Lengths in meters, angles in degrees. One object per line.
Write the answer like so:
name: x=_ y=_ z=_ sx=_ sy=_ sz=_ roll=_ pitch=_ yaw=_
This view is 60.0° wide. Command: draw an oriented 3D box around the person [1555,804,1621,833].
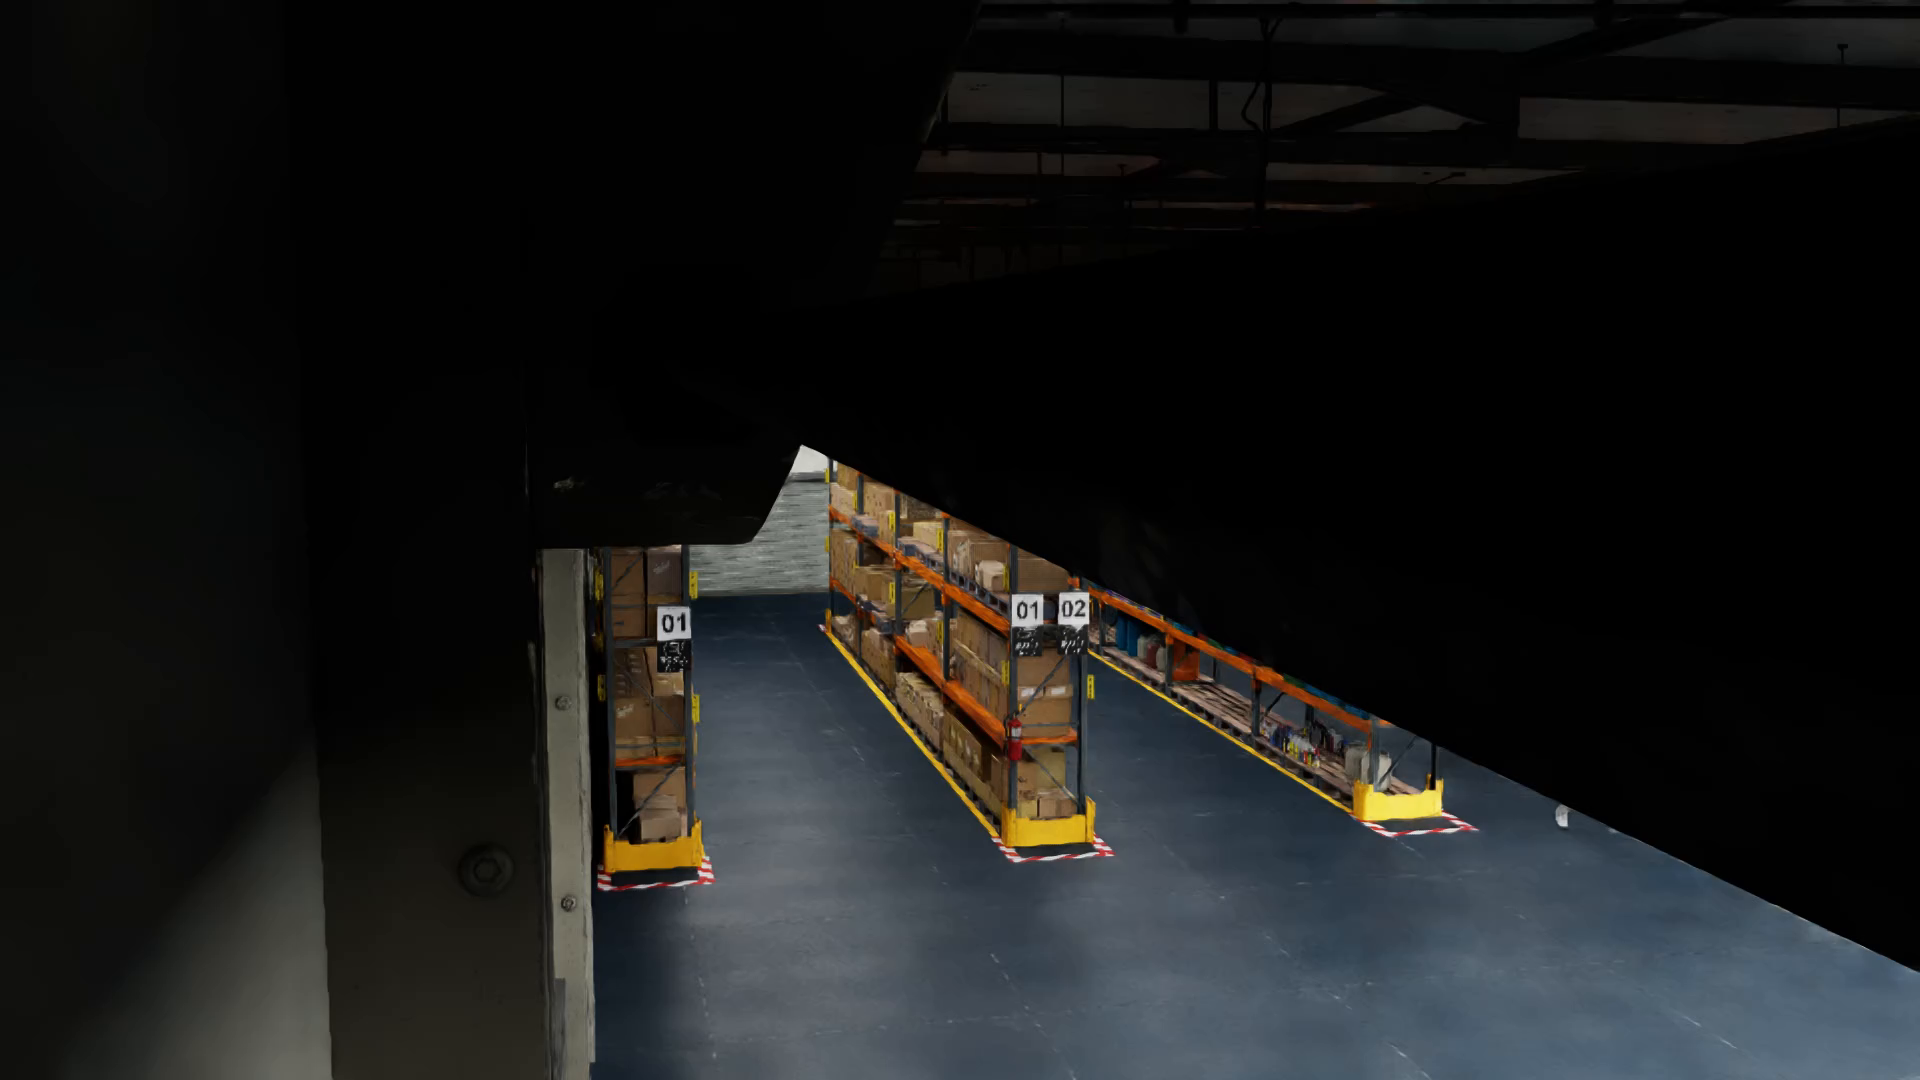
person: x=8.224 y=2.925 z=21.524 sx=0.635 sy=1.735 sz=1.030 roll=-5 pitch=8 yaw=-35
